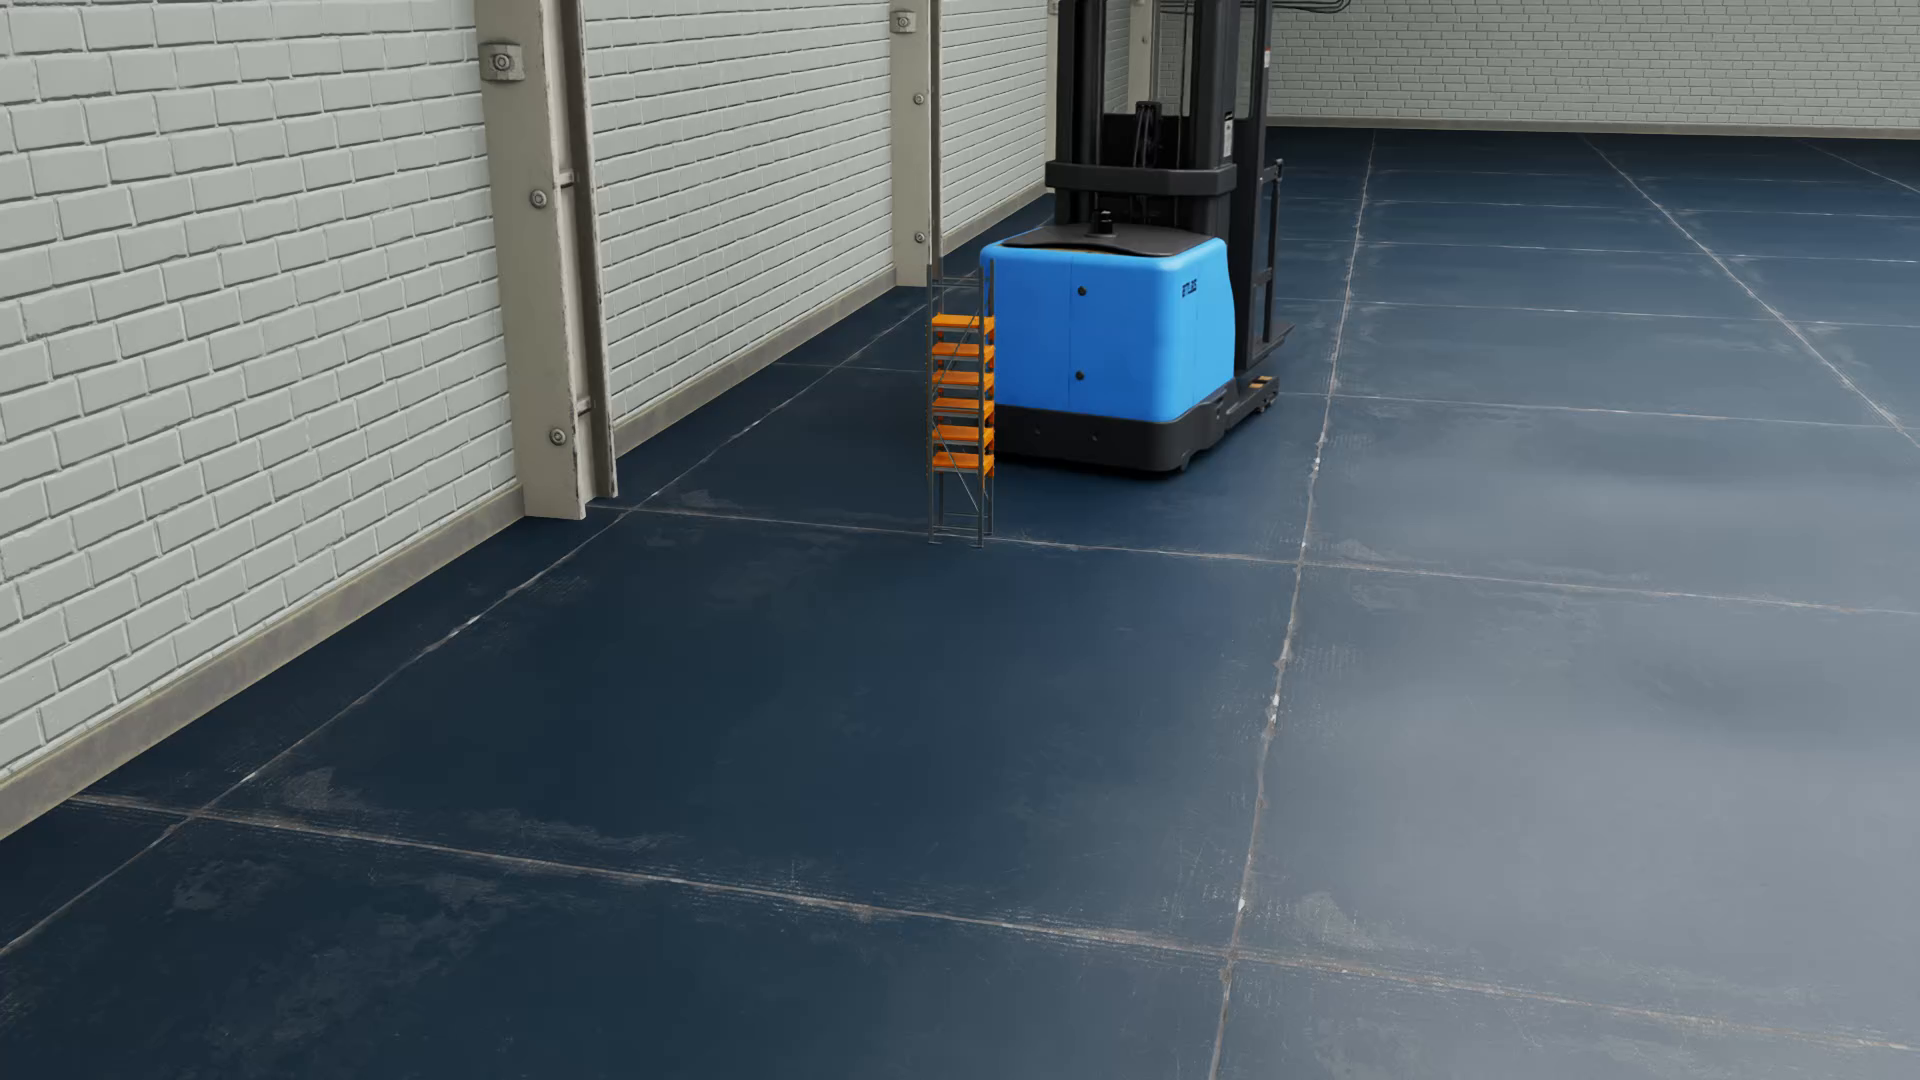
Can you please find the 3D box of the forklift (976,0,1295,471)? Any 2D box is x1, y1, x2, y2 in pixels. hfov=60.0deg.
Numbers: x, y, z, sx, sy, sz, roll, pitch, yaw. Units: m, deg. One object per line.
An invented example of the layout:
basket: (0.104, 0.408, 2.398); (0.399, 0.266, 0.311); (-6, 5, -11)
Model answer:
forklift: (1.164, -2.148, 8.943); (1.130, 2.935, 3.031); (9, 21, 24)

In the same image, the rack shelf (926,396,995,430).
rack shelf: (0.004, -0.530, 7.021); (0.258, 0.103, 0.180); (5, 19, 13)

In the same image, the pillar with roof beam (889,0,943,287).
pillar with roof beam: (3.839, -5.963, 10.723); (9.100, 9.000, 0.400); (5, 19, 13)

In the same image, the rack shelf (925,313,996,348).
rack shelf: (0.004, -0.871, 6.905); (0.258, 0.103, 0.180); (5, 19, 13)

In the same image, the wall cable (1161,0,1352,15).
wall cable: (4.599, -9.414, 25.630); (3.097, 2.526, 0.112); (5, 19, 13)

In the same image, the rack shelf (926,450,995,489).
rack shelf: (0.004, -0.303, 7.099); (0.258, 0.103, 0.180); (5, 19, 13)

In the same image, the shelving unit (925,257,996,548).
shelving unit: (0.004, -0.572, 7.007); (0.258, 1.200, 0.189); (5, 19, 13)

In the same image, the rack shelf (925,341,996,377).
rack shelf: (0.004, -0.757, 6.944); (0.258, 0.103, 0.180); (5, 19, 13)

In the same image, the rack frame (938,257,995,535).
rack frame: (0.026, -0.601, 7.091); (0.240, 1.200, 0.006); (5, 19, 13)

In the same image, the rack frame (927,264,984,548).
rack frame: (-0.019, -0.544, 6.923); (0.240, 1.200, 0.006); (5, 19, 13)

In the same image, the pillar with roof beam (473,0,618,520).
pillar with roof beam: (2.373, -4.082, 5.218); (9.100, 9.000, 0.400); (5, 19, 13)

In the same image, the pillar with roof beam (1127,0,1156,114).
pillar with roof beam: (6.771, -9.724, 21.735); (9.100, 9.000, 0.400); (5, 19, 13)

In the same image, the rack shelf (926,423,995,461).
rack shelf: (0.004, -0.417, 7.060); (0.258, 0.103, 0.180); (5, 19, 13)

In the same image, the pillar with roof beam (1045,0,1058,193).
pillar with roof beam: (5.305, -7.844, 16.229); (9.100, 9.000, 0.400); (5, 19, 13)

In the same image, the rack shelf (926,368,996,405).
rack shelf: (0.004, -0.644, 6.982); (0.258, 0.103, 0.180); (5, 19, 13)
